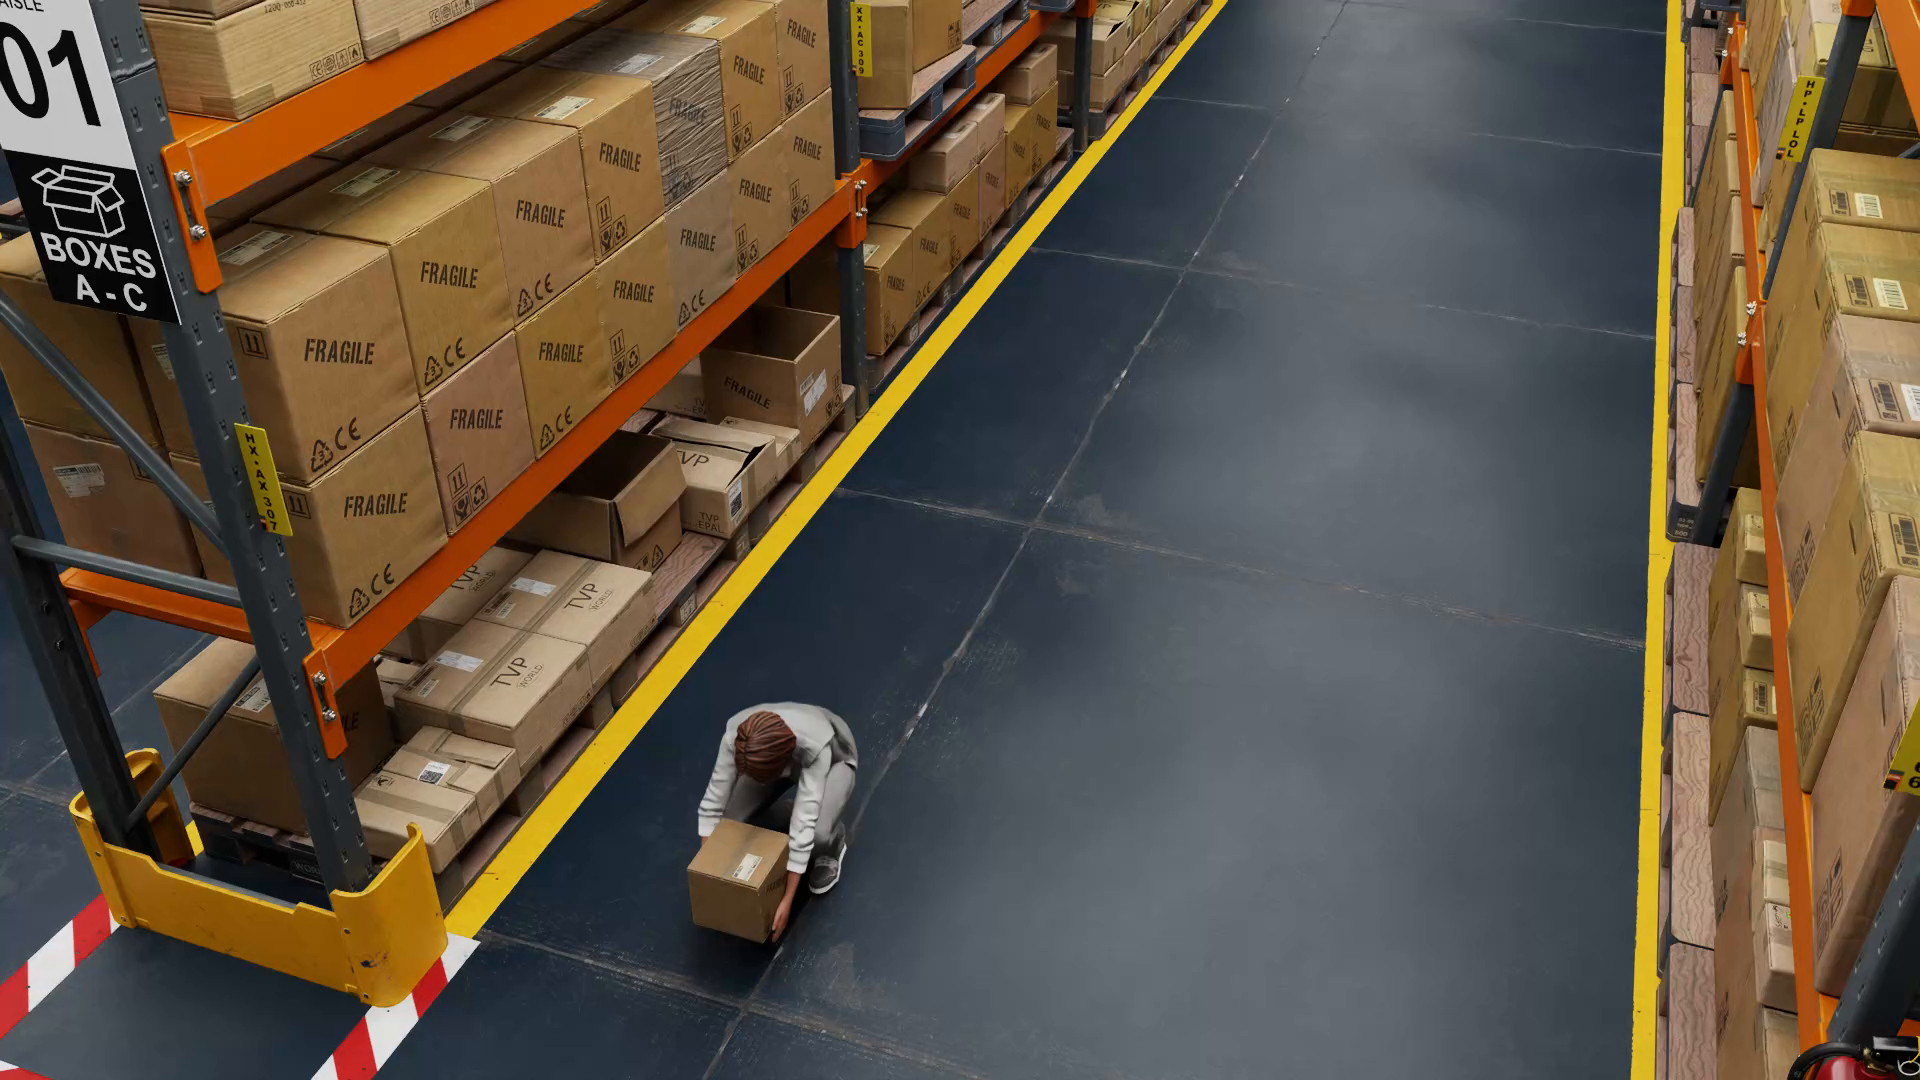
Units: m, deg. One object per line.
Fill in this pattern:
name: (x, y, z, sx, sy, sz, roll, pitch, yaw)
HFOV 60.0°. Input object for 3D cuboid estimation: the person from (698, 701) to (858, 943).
person: (-0.598, 0.822, 5.552, 0.430, 0.904, 0.811, 11, 35, 16)
